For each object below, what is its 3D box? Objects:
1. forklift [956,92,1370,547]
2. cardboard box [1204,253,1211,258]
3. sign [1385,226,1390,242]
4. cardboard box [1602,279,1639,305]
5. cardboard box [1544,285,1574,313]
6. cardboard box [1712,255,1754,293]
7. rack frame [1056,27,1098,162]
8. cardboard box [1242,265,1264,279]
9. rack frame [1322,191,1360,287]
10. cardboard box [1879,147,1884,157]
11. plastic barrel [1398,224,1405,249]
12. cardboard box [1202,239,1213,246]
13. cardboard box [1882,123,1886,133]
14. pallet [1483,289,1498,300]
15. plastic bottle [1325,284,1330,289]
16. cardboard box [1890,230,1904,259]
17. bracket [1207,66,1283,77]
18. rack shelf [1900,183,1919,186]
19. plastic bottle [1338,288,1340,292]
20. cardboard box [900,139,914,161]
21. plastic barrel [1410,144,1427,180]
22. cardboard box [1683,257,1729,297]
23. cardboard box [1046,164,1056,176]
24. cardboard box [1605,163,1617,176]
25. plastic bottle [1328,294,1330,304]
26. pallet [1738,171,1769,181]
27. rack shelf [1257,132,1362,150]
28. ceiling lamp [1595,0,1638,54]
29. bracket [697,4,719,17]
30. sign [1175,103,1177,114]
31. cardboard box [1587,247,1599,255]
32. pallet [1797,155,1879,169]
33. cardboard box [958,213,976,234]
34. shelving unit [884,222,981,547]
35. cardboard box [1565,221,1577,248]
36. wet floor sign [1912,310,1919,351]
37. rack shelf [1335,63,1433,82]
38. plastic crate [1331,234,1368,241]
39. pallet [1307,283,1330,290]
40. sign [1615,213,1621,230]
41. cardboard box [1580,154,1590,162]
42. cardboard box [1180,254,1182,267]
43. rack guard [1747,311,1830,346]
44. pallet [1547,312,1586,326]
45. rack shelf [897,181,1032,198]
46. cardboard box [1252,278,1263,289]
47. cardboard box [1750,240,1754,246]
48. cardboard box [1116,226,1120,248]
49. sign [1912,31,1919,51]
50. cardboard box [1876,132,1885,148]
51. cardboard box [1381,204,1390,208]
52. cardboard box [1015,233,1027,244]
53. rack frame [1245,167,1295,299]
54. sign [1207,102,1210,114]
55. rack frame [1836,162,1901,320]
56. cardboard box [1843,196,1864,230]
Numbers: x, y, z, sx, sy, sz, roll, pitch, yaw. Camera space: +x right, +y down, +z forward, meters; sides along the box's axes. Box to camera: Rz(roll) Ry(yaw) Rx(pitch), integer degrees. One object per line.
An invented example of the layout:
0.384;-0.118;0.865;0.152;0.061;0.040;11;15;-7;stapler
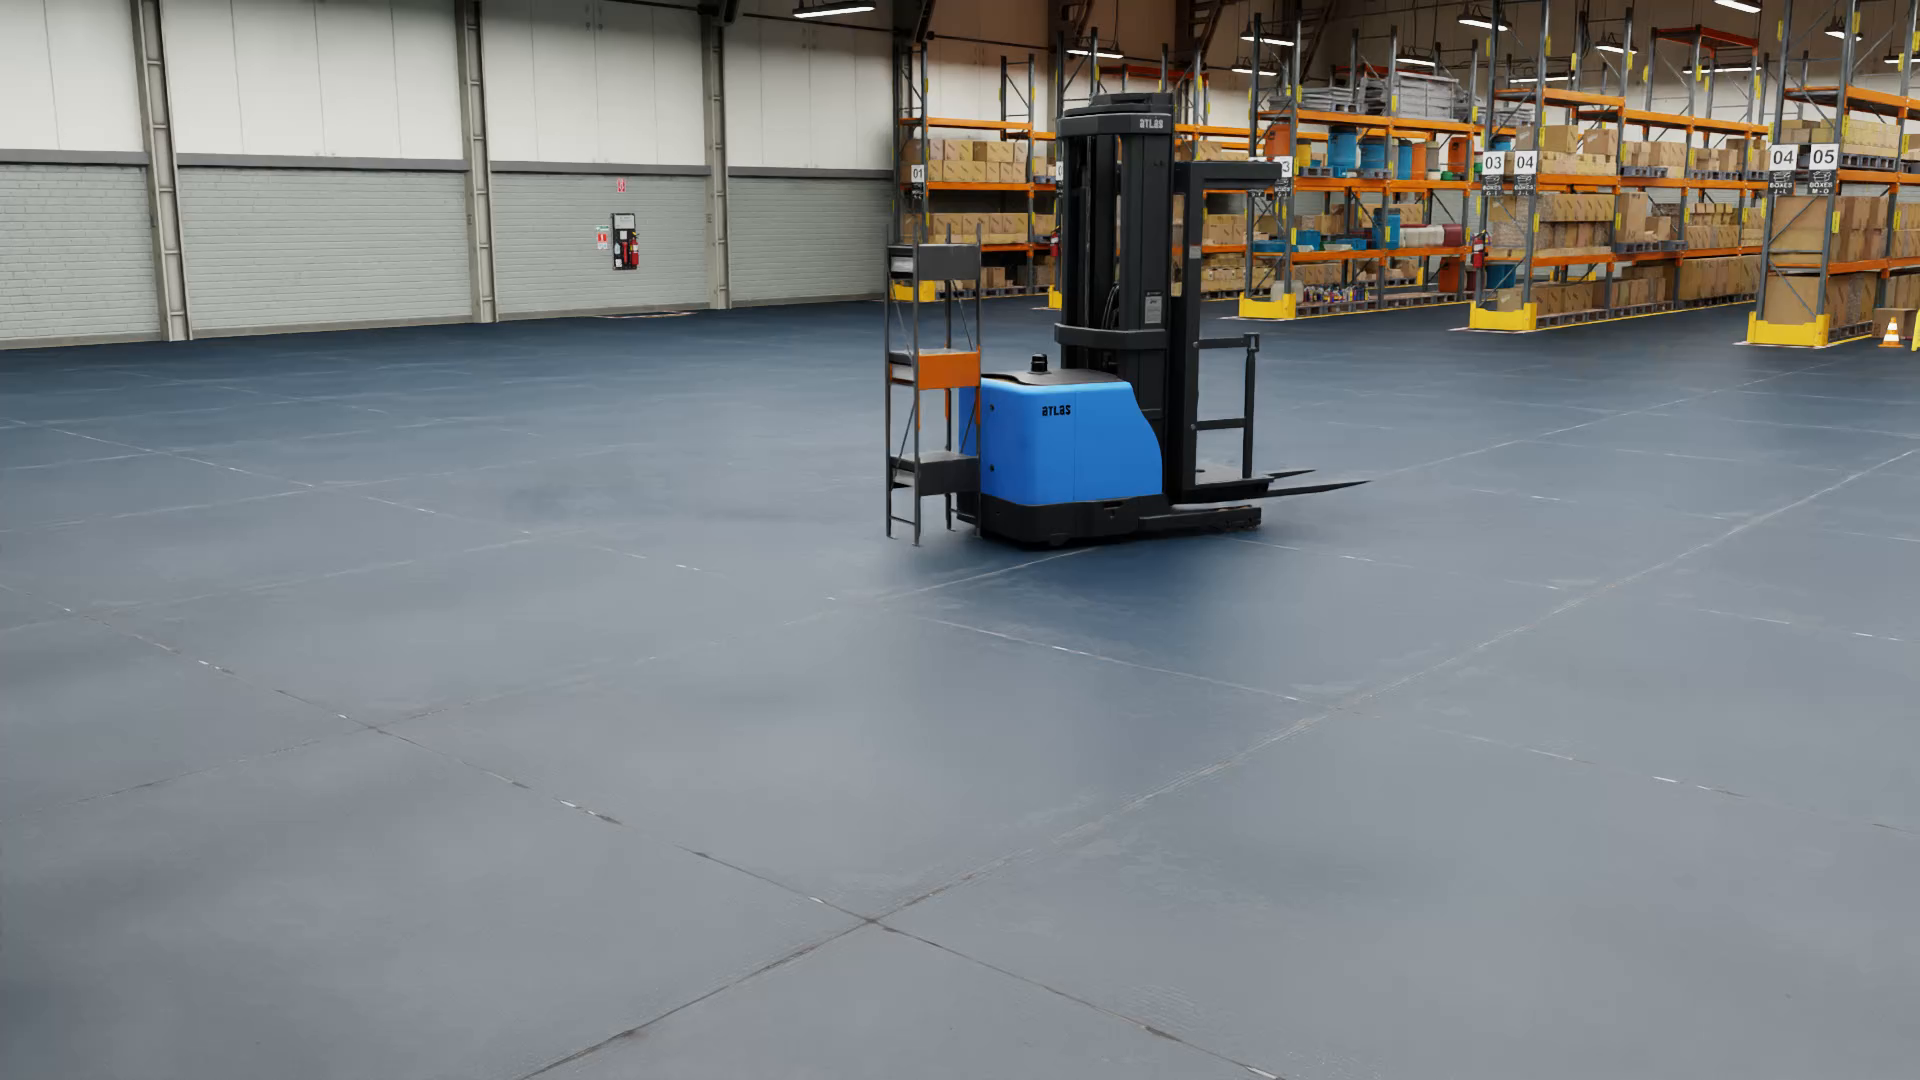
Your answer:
1.522;-1.573;11.605;3.031;2.935;1.130;-6;13;-27;forklift
7.584;-8.569;50.111;0.380;0.149;0.250;9;15;39;cardboard box
9.306;-6.658;36.183;0.100;0.325;0.005;10;15;40;sign
13.740;-5.183;34.760;0.700;0.500;0.500;8;14;36;cardboard box
11.603;-4.695;32.368;0.500;0.500;0.500;8;14;35;cardboard box
18.397;-6.383;39.863;0.875;0.875;0.875;10;15;40;cardboard box
2.541;-9.590;36.250;1.000;3.000;0.127;10;15;40;rack frame
7.323;-6.771;41.971;0.500;0.311;0.500;9;15;39;cardboard box
10.462;-8.413;45.677;1.000;3.000;0.127;10;15;40;rack frame
15.609;-6.657;28.540;0.380;0.149;0.250;10;15;41;cardboard box
9.696;-6.775;37.124;0.433;0.535;0.433;0;11;0;plastic barrel
5.920;-7.217;40.329;0.380;0.149;0.250;10;15;40;cardboard box
15.609;-7.048;28.462;0.380;0.149;0.250;10;15;41;cardboard box
12.835;-6.117;41.296;1.003;0.211;1.213;10;15;40;pallet
8.055;-5.447;36.465;0.144;0.351;0.185;10;15;42;plastic bottle
16.829;-5.391;30.287;0.500;0.500;0.500;10;15;41;cardboard box
8.793;-14.369;50.990;0.076;0.066;4.783;10;15;40;bracket
20.240;-7.300;34.280;1.077;0.370;4.000;10;15;40;rack shelf
8.161;-5.262;35.709;0.061;0.283;0.133;10;15;40;plastic bottle
-1.094;-9.405;40.124;0.500;0.500;0.500;11;15;43;cardboard box
10.403;-8.677;38.239;0.600;0.830;0.708;10;15;40;plastic barrel
16.905;-6.068;38.285;1.225;0.875;0.875;9;14;38;cardboard box
2.285;-9.670;43.466;0.500;0.311;0.500;10;15;42;cardboard box
12.516;-7.252;32.584;0.500;0.250;0.500;11;15;42;cardboard box
7.759;-5.092;35.069;0.097;0.201;0.097;0;11;0;plastic bottle
19.255;-8.857;40.467;1.003;0.211;1.213;10;15;40;pallet
9.142;-10.512;43.725;1.077;0.370;4.000;10;15;40;rack shelf
15.732;-13.092;38.882;0.800;3.185;2.000;10;15;40;ceiling lamp
-5.338;-11.220;35.221;0.235;0.232;0.430;10;15;40;bracket
6.338;-12.606;48.563;0.100;0.325;0.005;10;15;40;sign
12.236;-5.647;32.465;0.380;0.149;0.250;10;15;40;cardboard box
14.926;-6.429;28.308;1.003;0.211;1.213;10;15;40;pallet
0.038;-7.770;40.872;0.500;0.500;0.500;9;14;39;cardboard box
-0.180;-1.042;11.068;0.503;2.100;0.431;-7;13;-33;shelving unit
11.305;-5.868;31.917;0.875;0.500;0.500;10;15;40;cardboard box
15.107;-3.296;26.064;0.267;0.644;0.232;7;13;31;wet floor sign
11.783;-12.927;46.307;1.077;0.370;4.000;10;15;40;rack shelf
8.459;-6.504;36.277;0.767;0.338;0.504;10;15;40;plastic crate
9.149;-6.741;44.423;1.003;0.211;1.213;10;15;40;pallet
13.033;-6.311;32.938;0.100;0.325;0.005;10;15;40;sign
11.757;-7.268;31.649;0.380;0.149;0.250;11;16;43;cardboard box
6.407;-8.093;48.487;0.750;0.750;0.750;10;15;41;cardboard box
13.623;-3.481;27.364;1.175;0.500;0.348;10;15;40;rack guard
11.398;-4.304;32.221;1.003;0.211;1.213;10;15;40;pallet
0.138;-8.700;41.291;1.077;0.370;4.000;10;15;40;rack shelf
7.320;-6.497;42.031;0.500;0.250;0.500;10;15;40;cardboard box
18.693;-7.087;39.676;0.380;0.149;0.250;10;15;42;cardboard box
3.202;-6.842;37.553;0.700;0.500;0.500;10;15;42;cardboard box
16.680;-8.701;29.011;0.100;0.325;0.005;10;15;40;sign
15.482;-6.844;28.456;0.500;0.250;0.500;10;15;40;cardboard box
11.665;-9.137;46.493;0.500;0.500;0.500;9;15;39;cardboard box
1.373;-7.704;42.455;0.500;0.250;0.500;10;15;40;cardboard box
6.259;-6.007;33.628;1.000;3.000;0.127;10;15;40;rack frame
7.154;-12.424;47.851;0.100;0.325;0.005;10;15;40;sign
16.279;-5.299;30.083;1.000;3.000;0.127;10;15;40;rack frame
14.678;-5.521;28.054;0.875;0.550;0.550;10;15;40;cardboard box
